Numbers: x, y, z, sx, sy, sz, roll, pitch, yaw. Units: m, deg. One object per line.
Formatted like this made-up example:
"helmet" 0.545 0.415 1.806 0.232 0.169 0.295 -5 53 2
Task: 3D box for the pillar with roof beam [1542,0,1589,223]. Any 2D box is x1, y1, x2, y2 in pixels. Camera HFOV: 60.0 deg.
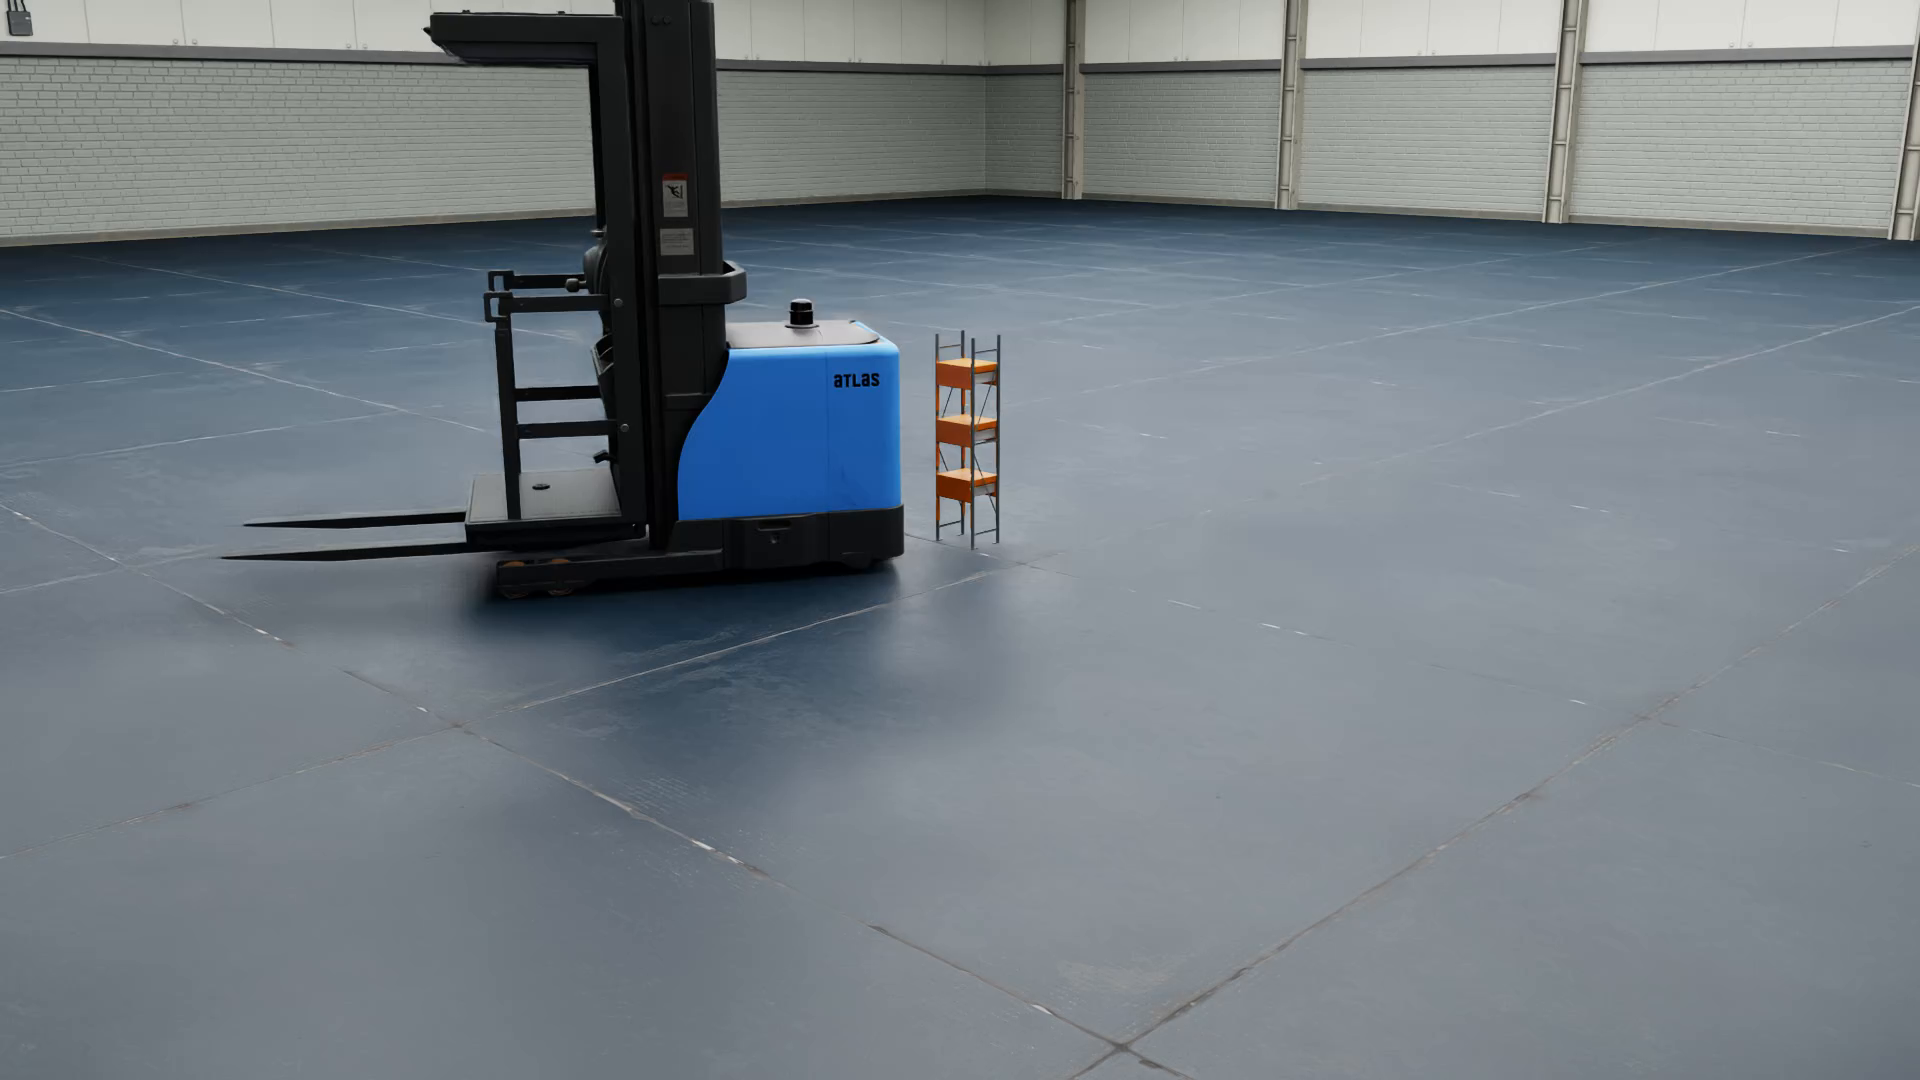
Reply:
"pillar with roof beam" 8.317 -9.603 27.442 0.400 9.000 9.100 14 20 42

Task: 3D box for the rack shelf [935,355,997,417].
"rack shelf" 0.039 -0.763 8.195 0.240 0.259 0.215 14 20 42

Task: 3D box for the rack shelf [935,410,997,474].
"rack shelf" 0.039 -0.488 8.266 0.240 0.259 0.215 14 20 42

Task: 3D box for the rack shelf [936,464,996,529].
"rack shelf" 0.039 -0.219 8.337 0.240 0.259 0.215 14 20 42

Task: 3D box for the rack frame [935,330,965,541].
"rack frame" -0.049 -0.520 8.346 0.008 1.050 0.200 14 20 42

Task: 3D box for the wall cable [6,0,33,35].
"wall cable" -13.800 -10.889 25.631 0.169 6.003 2.305 14 20 42

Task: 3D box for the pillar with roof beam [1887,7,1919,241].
"pillar with roof beam" 12.636 -8.553 23.412 0.400 9.000 9.100 14 20 42

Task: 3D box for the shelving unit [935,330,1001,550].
"shelving unit" 0.039 -0.499 8.264 0.252 1.050 0.215 14 20 42

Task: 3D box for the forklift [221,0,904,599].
"forklift" -1.841 -1.303 7.619 3.031 2.935 1.130 -4 15 -14

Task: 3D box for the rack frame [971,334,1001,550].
"rack frame" 0.126 -0.477 8.182 0.008 1.050 0.200 14 20 42

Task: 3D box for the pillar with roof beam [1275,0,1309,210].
"pillar with roof beam" 3.998 -10.653 31.472 0.400 9.000 9.100 14 20 42

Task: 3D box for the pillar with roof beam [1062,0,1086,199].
"pillar with roof beam" -0.321 -11.704 35.502 0.400 9.000 9.100 14 20 42
